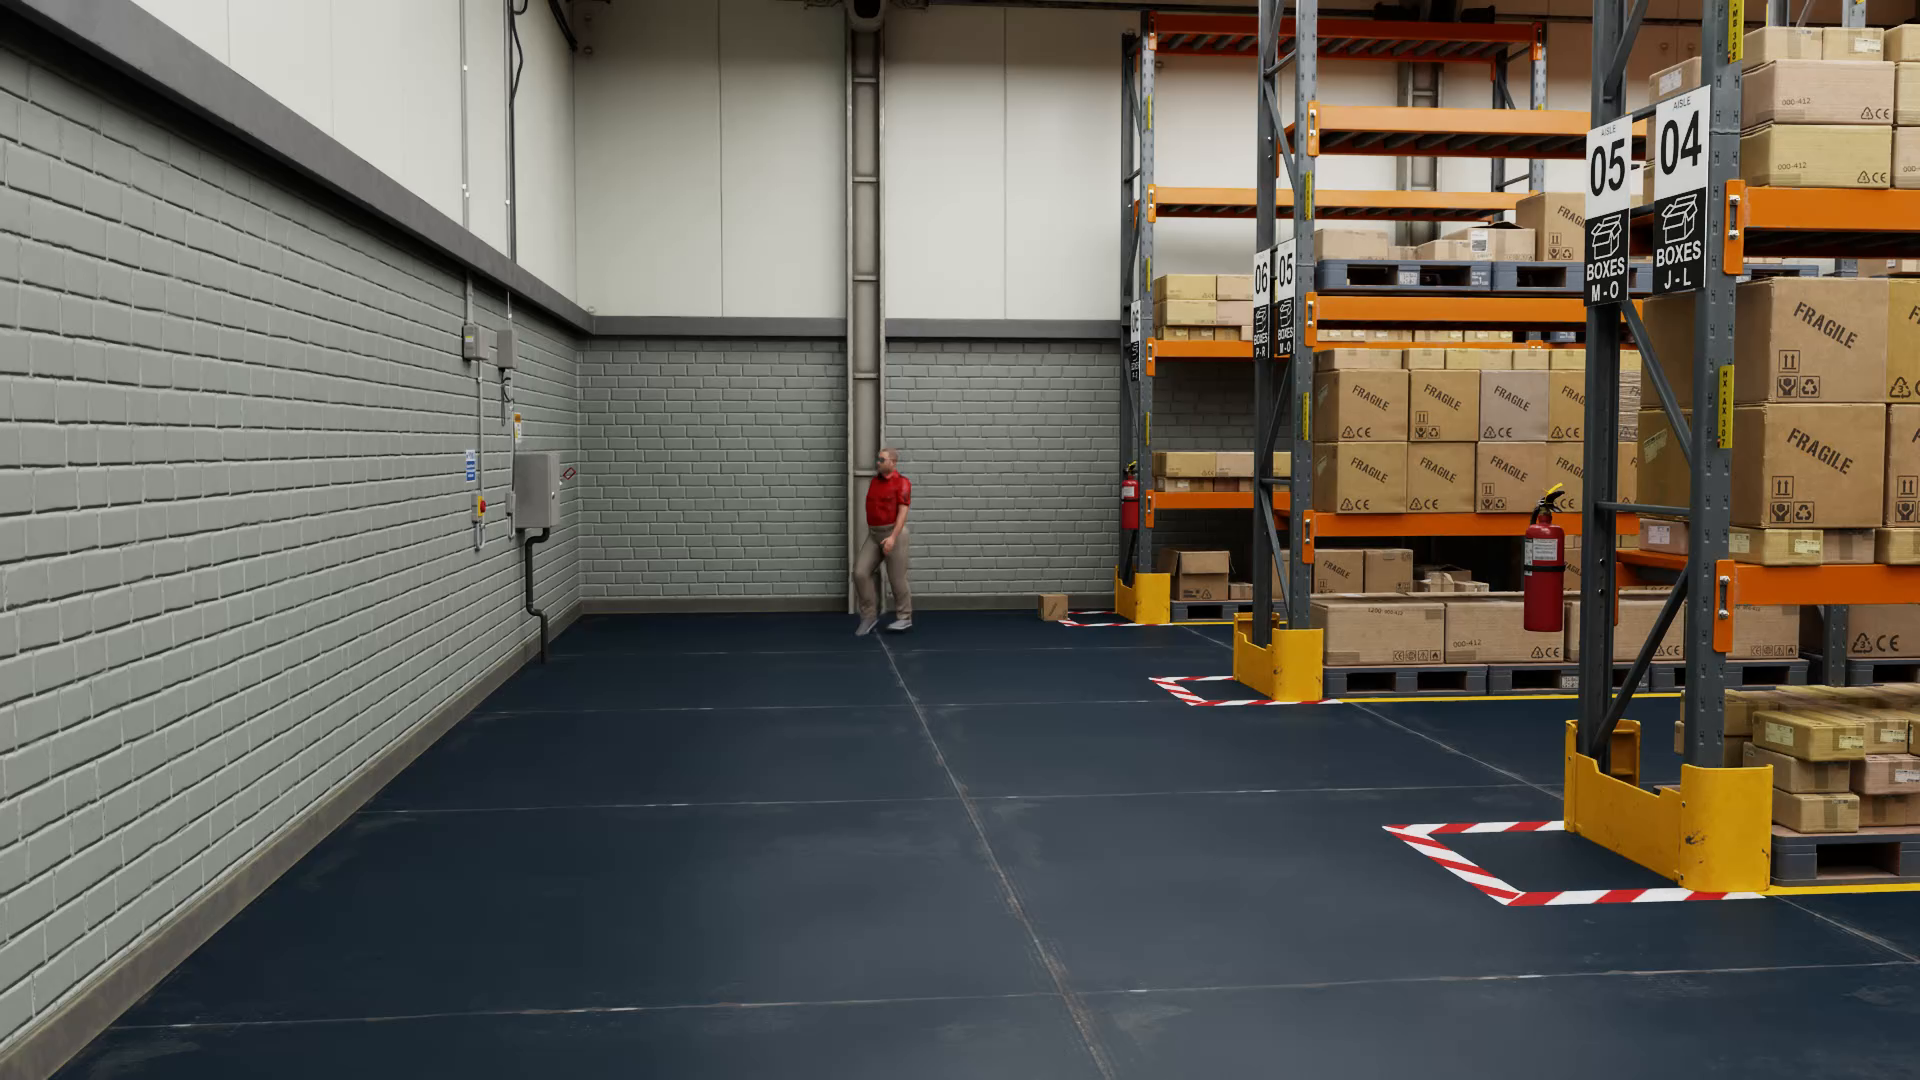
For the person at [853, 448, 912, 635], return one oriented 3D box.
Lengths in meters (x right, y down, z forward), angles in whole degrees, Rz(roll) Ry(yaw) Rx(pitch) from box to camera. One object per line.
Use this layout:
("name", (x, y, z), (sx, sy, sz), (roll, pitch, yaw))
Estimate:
("person", (-0.689, 0.041, 15.604), (0.545, 1.802, 0.567), (3, 4, 40))
